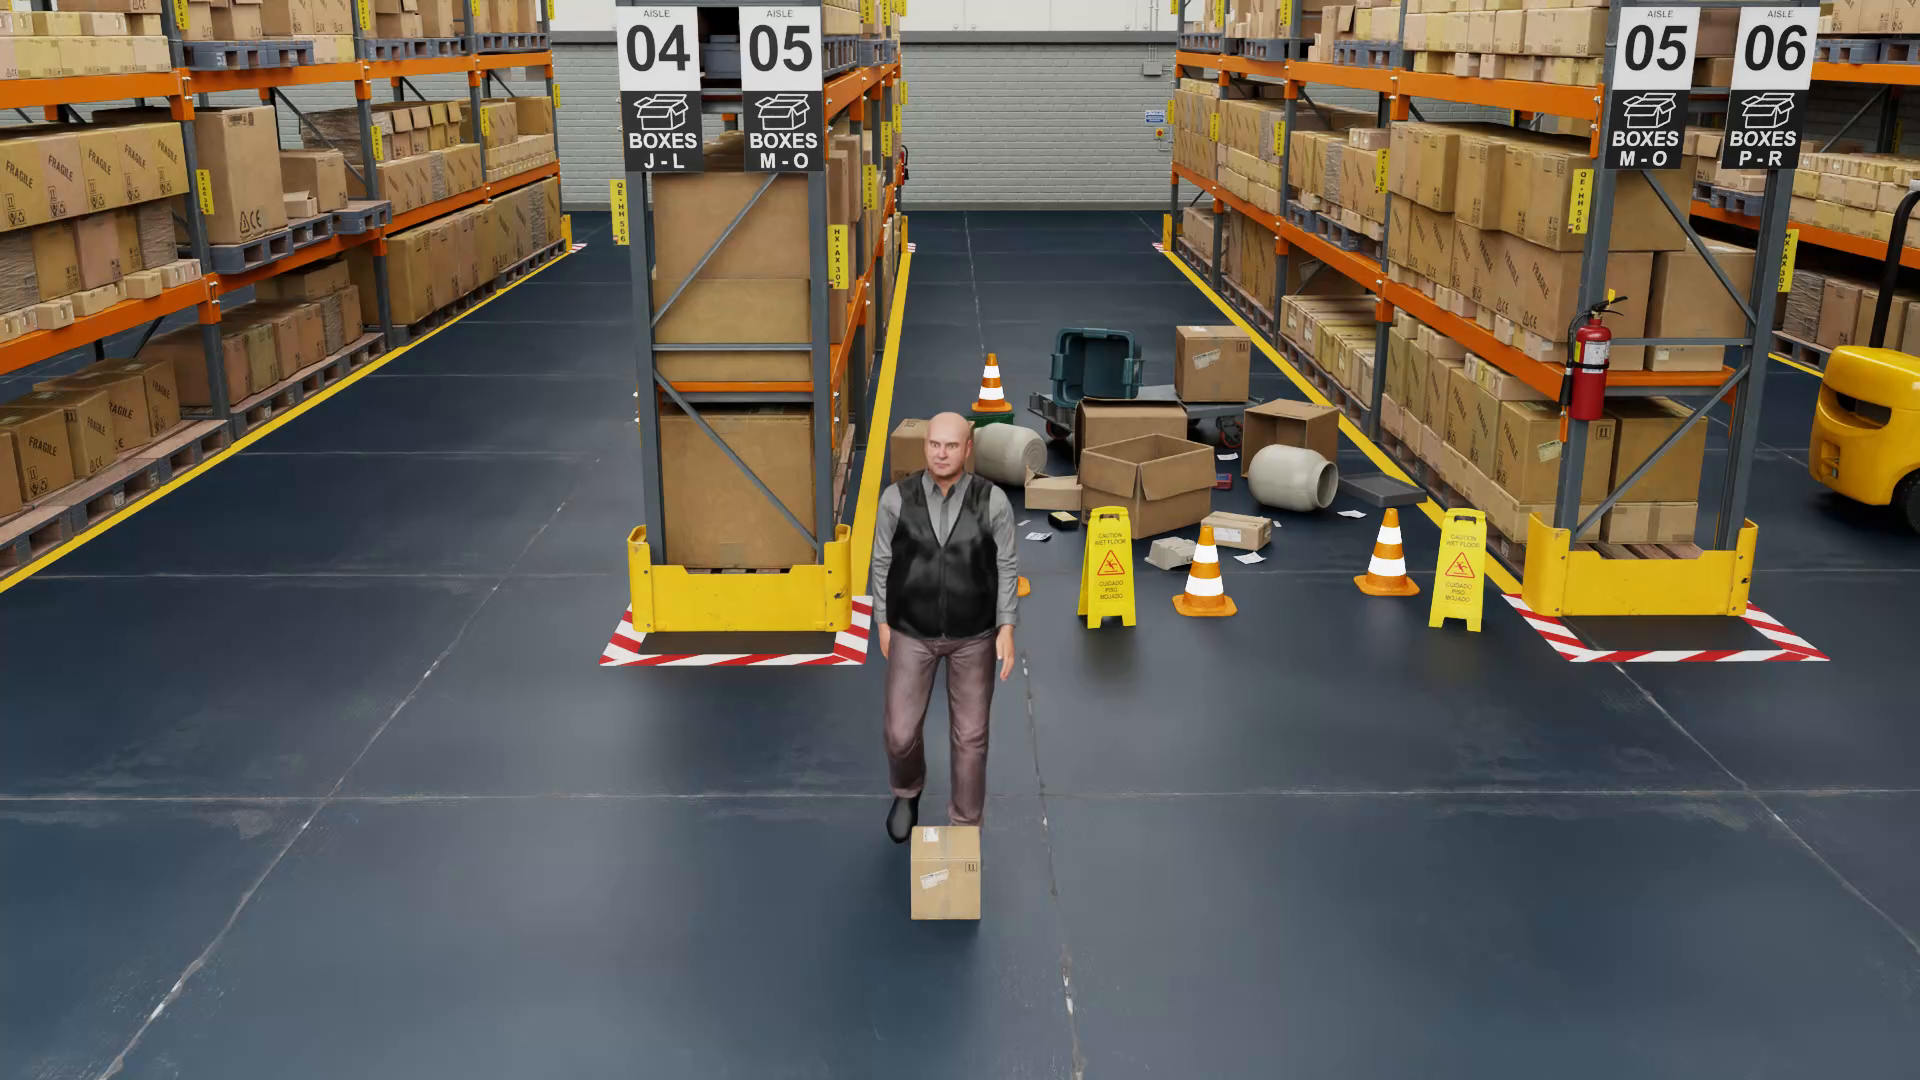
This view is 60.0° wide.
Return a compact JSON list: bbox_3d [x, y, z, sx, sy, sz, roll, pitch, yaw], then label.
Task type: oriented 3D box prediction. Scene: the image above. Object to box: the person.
[{"bbox_3d":[-0.056,0.384,6.291,0.558,1.719,0.540,0,17,-1],"label":"person"}]
